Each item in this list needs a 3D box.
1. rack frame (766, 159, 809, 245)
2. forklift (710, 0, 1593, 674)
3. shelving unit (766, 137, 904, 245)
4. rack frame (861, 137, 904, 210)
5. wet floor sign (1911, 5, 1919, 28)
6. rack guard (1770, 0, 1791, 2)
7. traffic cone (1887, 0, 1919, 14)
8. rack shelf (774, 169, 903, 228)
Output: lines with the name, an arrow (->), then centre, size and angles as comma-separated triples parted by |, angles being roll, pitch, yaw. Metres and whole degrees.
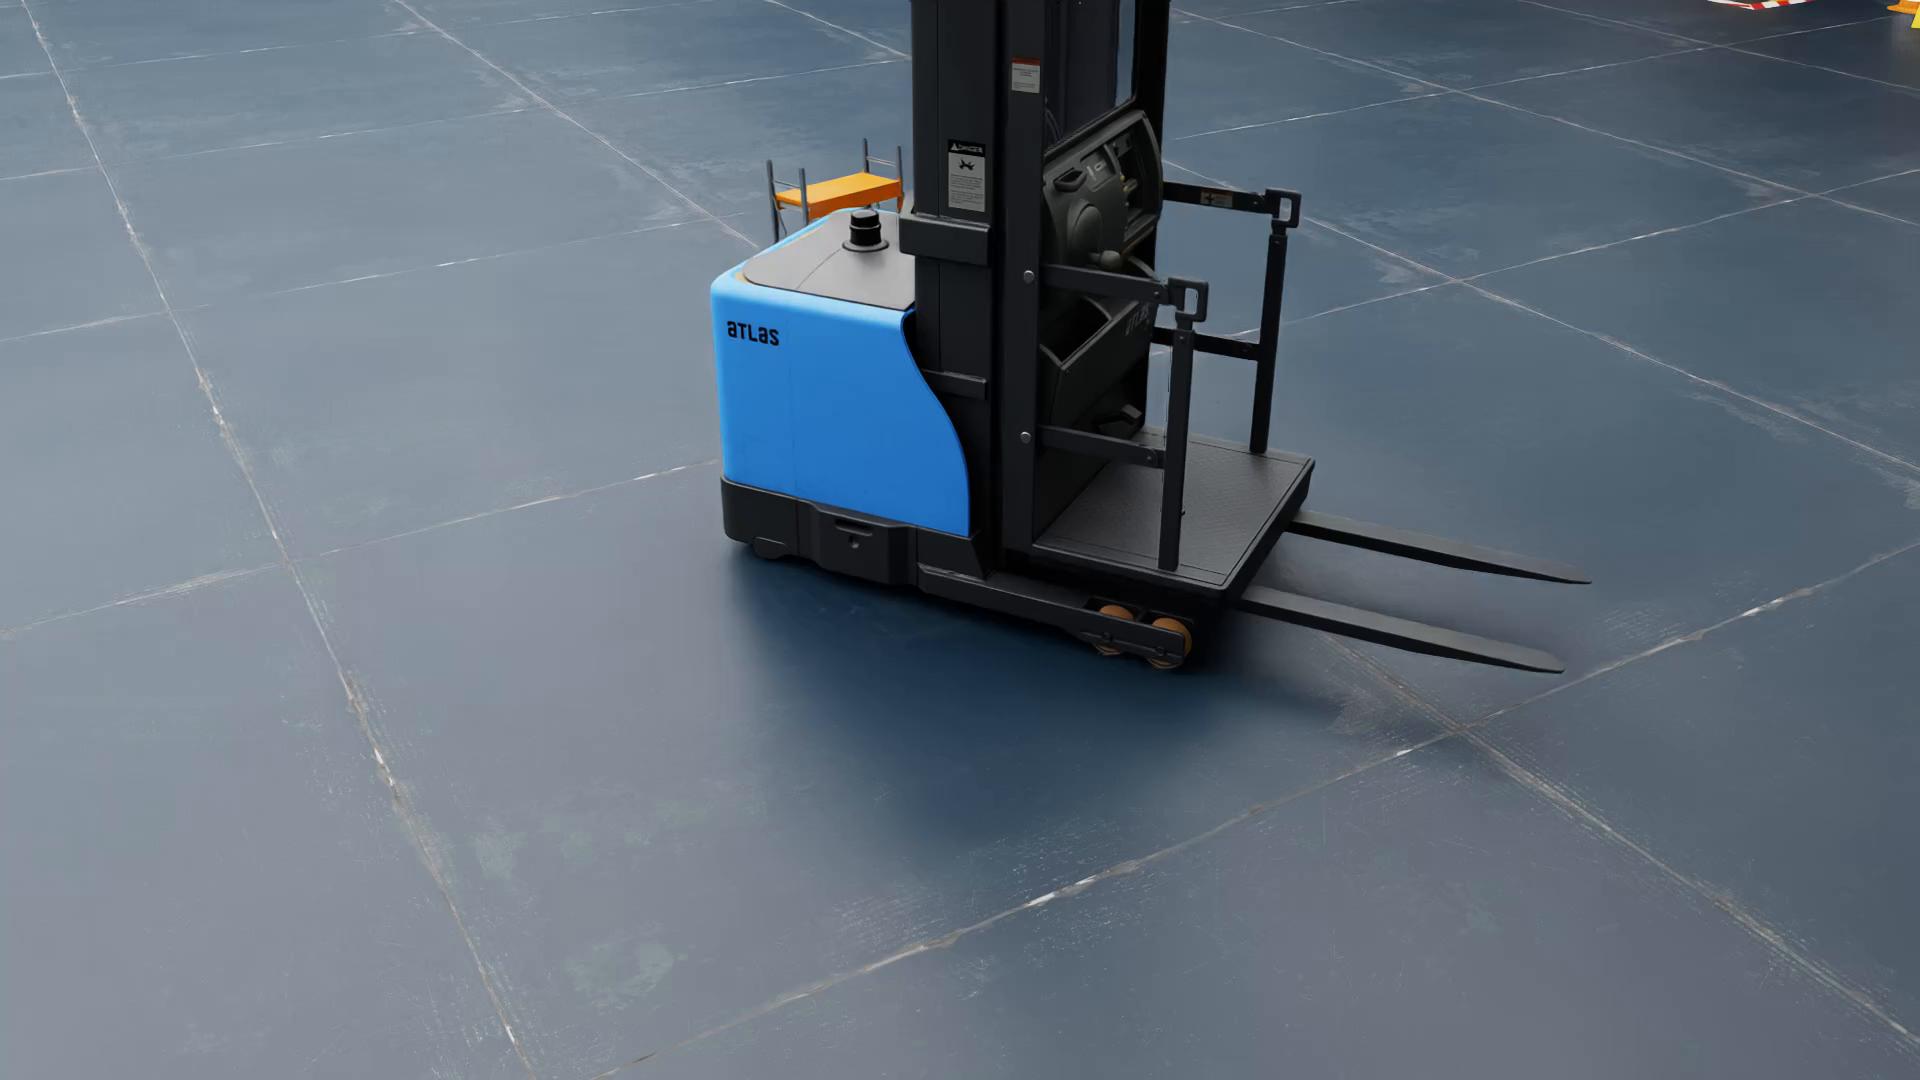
rack frame -> -0.663, -0.945, 6.823 | 0.015, 1.200, 0.240 | -23, 32, -36
forklift -> 0.661, -1.144, 5.410 | 3.031, 2.935, 1.130 | 13, 32, 23
shelving unit -> -0.481, -1.024, 6.965 | 0.503, 1.200, 0.258 | -23, 32, -36
rack frame -> -0.298, -1.102, 7.107 | 0.015, 1.200, 0.240 | -23, 32, -36
wet floor sign -> 8.429, -4.717, 14.250 | 0.232, 0.644, 0.267 | -22, 36, -35
rack guard -> 7.430, -5.480, 15.782 | 0.348, 0.500, 1.175 | -16, 33, -26
traffic cone -> 8.628, -5.008, 14.965 | 0.334, 0.463, 0.336 | -16, 33, -26
rack shelf -> -0.499, -1.377, 6.794 | 0.480, 0.148, 0.258 | -23, 32, -36
